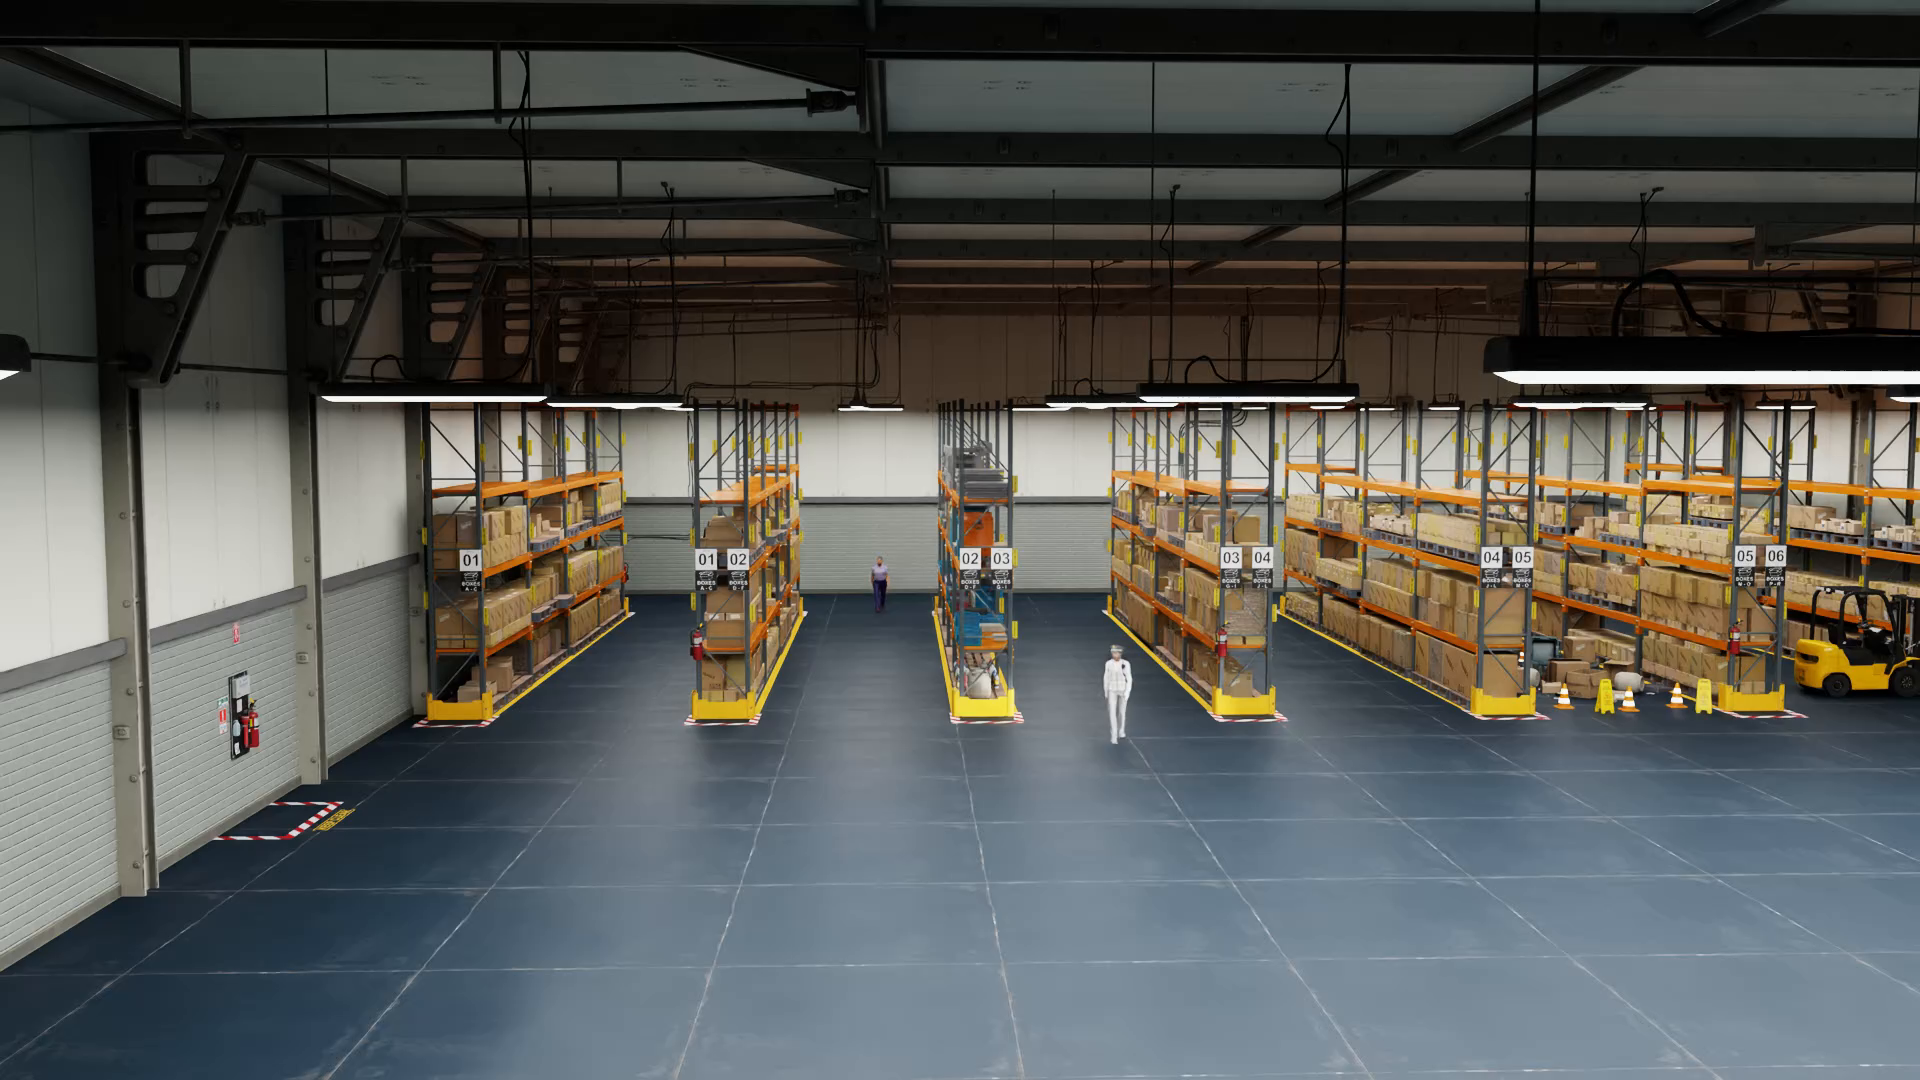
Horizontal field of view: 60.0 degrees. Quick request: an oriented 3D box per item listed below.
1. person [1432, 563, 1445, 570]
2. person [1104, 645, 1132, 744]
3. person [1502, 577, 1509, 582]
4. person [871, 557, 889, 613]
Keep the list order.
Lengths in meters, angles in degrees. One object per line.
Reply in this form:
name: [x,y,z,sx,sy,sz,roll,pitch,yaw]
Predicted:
person: [14.136,1.177,49.063,1.002,1.627,0.433,0,4,-2]
person: [2.768,2.690,29.149,0.502,1.700,0.750,1,4,7]
person: [13.171,1.810,40.078,0.529,1.816,0.556,-1,4,-15]
person: [-2.307,1.270,47.984,0.520,1.588,1.034,0,4,-5]
